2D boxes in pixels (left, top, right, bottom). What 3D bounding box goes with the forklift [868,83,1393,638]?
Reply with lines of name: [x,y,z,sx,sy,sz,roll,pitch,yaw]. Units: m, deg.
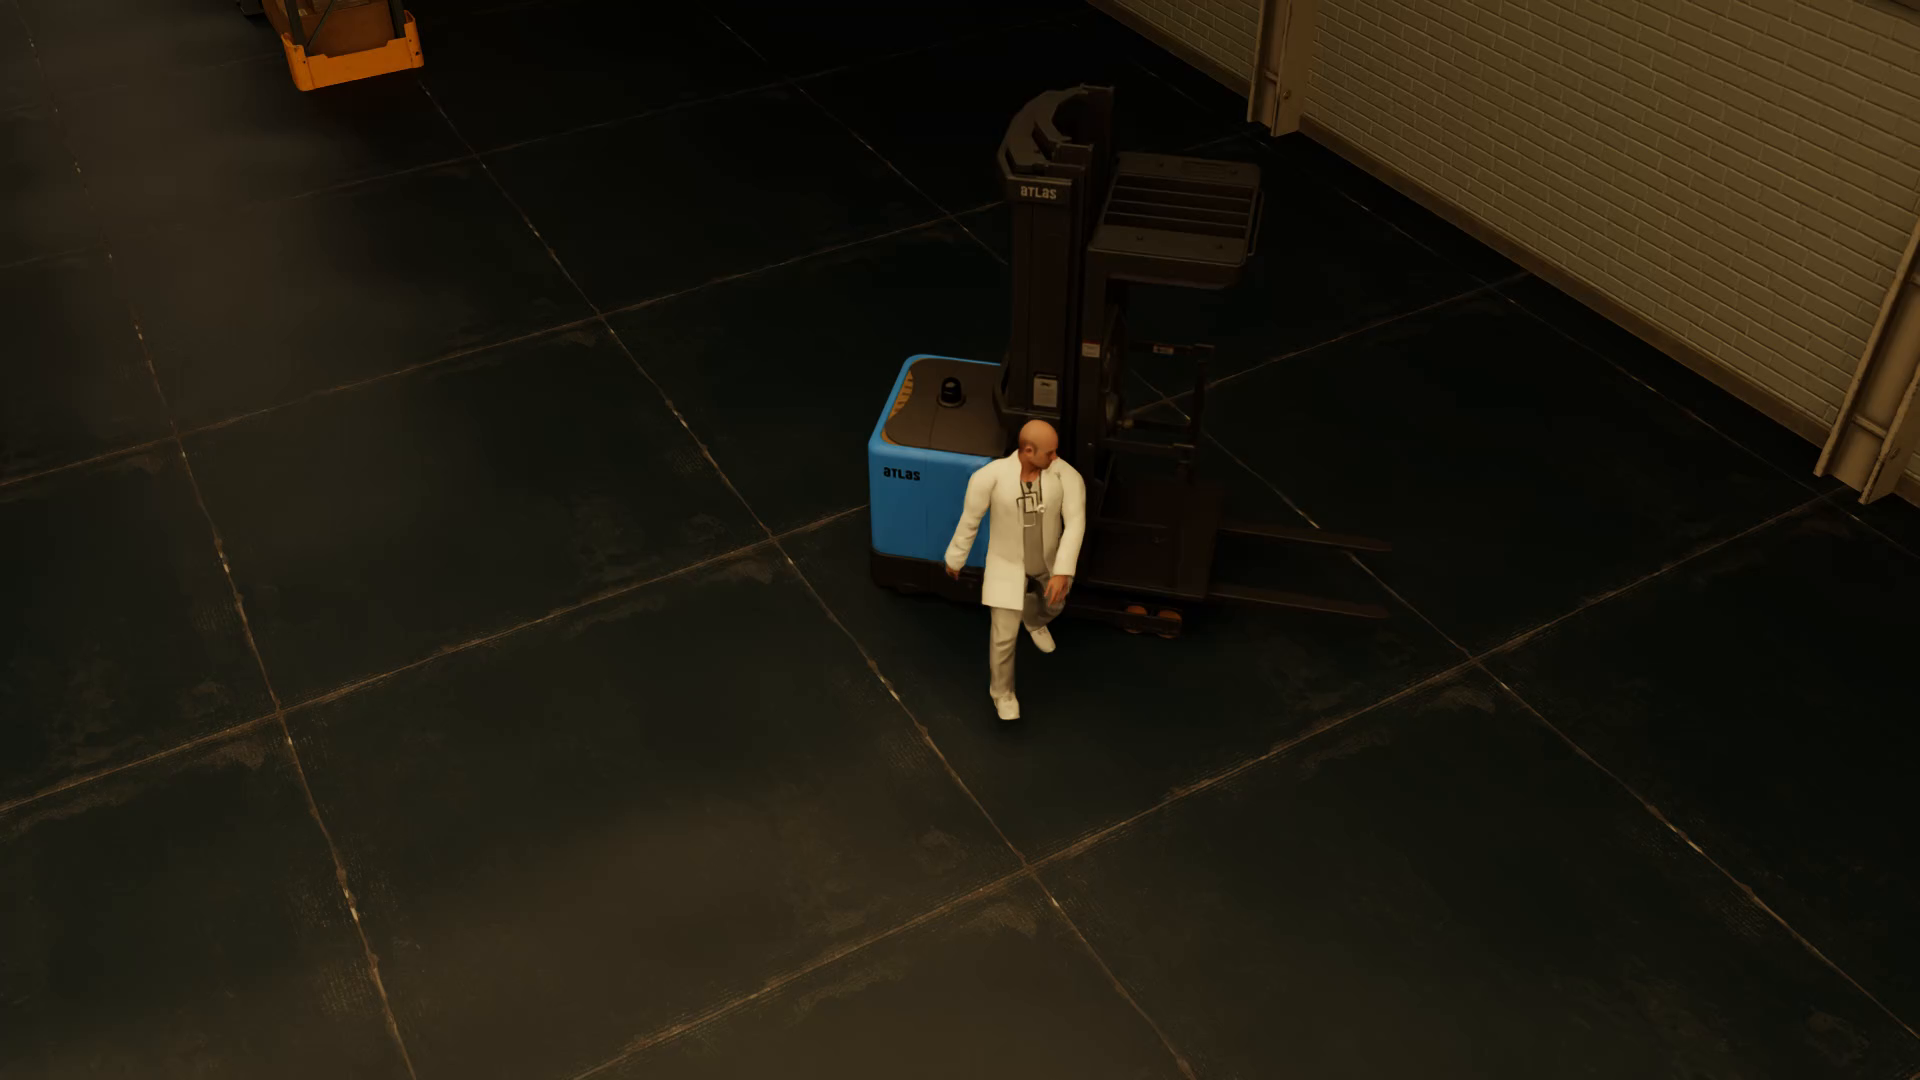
forklift: [1.038,-0.931,9.159,3.031,2.935,1.130,8,40,10]

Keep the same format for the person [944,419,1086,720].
person: [0.302,0.121,8.882,0.739,1.712,0.927,-11,41,-13]
